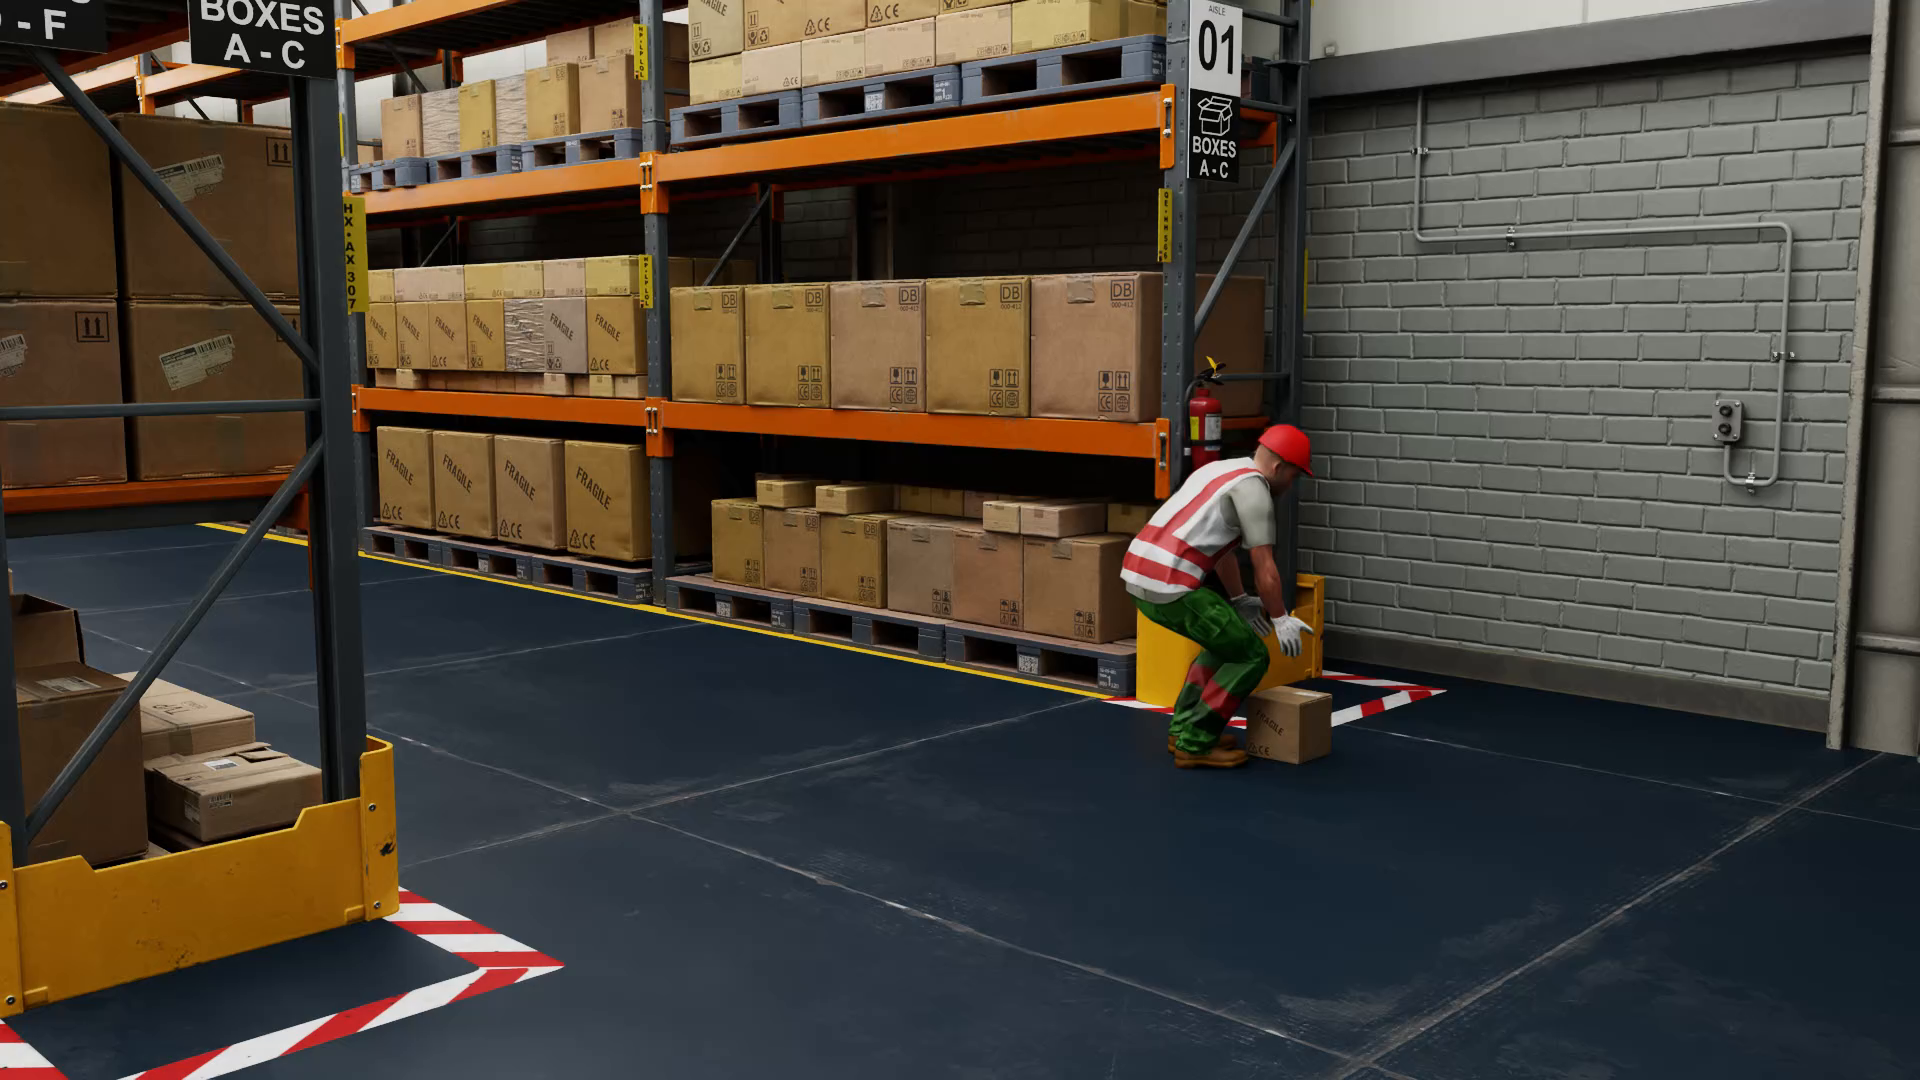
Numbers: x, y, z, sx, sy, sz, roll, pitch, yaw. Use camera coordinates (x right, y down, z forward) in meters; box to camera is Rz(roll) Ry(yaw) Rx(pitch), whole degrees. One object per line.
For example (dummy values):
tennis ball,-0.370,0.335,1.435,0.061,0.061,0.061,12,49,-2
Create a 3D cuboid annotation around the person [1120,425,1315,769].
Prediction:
person,1.043,0.212,6.730,0.795,1.351,0.584,-1,7,-8
